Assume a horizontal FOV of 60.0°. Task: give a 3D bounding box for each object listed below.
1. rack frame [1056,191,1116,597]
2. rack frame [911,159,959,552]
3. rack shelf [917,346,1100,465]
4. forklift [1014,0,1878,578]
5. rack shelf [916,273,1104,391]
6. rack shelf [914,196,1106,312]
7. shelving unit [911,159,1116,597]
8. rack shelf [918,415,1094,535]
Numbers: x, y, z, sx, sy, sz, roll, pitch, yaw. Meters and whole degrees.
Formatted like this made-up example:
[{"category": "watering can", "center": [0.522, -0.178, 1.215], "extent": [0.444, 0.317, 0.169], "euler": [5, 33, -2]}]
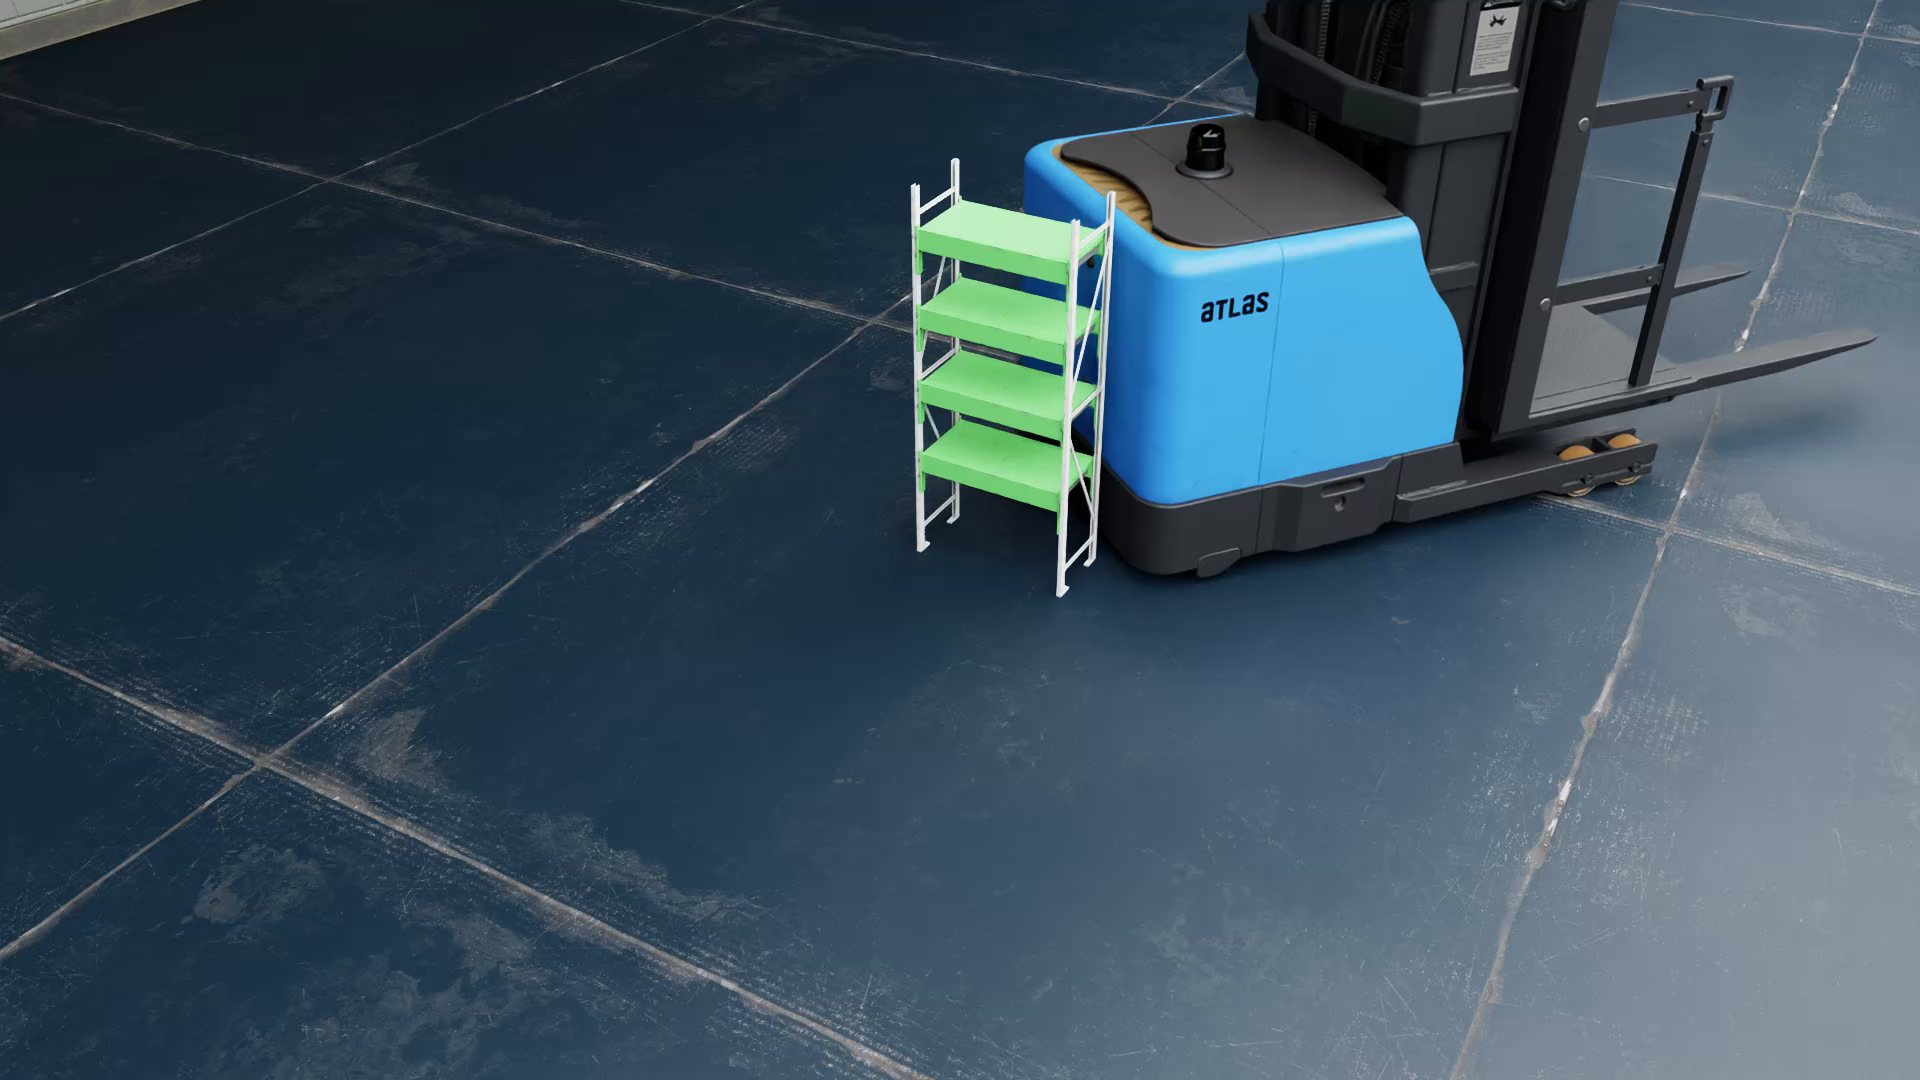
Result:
[{"category": "rack frame", "center": [0.356, -0.387, 4.748], "extent": [0.015, 1.200, 0.240], "euler": [18, 37, 24]}, {"category": "rack frame", "center": [-0.068, -0.521, 4.950], "extent": [0.015, 1.200, 0.240], "euler": [18, 37, 24]}, {"category": "rack shelf", "center": [0.144, -0.401, 4.884], "extent": [0.480, 0.148, 0.258], "euler": [18, 37, 24]}, {"category": "forklift", "center": [1.754, -1.621, 5.040], "extent": [3.031, 2.935, 1.130], "euler": [-13, 36, -18]}, {"category": "rack shelf", "center": [0.144, -0.600, 4.751], "extent": [0.480, 0.148, 0.258], "euler": [18, 37, 24]}, {"category": "rack shelf", "center": [0.144, -0.800, 4.618], "extent": [0.480, 0.148, 0.258], "euler": [18, 37, 24]}, {"category": "shelving unit", "center": [0.144, -0.454, 4.849], "extent": [0.503, 1.200, 0.258], "euler": [18, 37, 24]}, {"category": "rack shelf", "center": [0.144, -0.201, 5.018], "extent": [0.480, 0.148, 0.258], "euler": [18, 37, 24]}]
